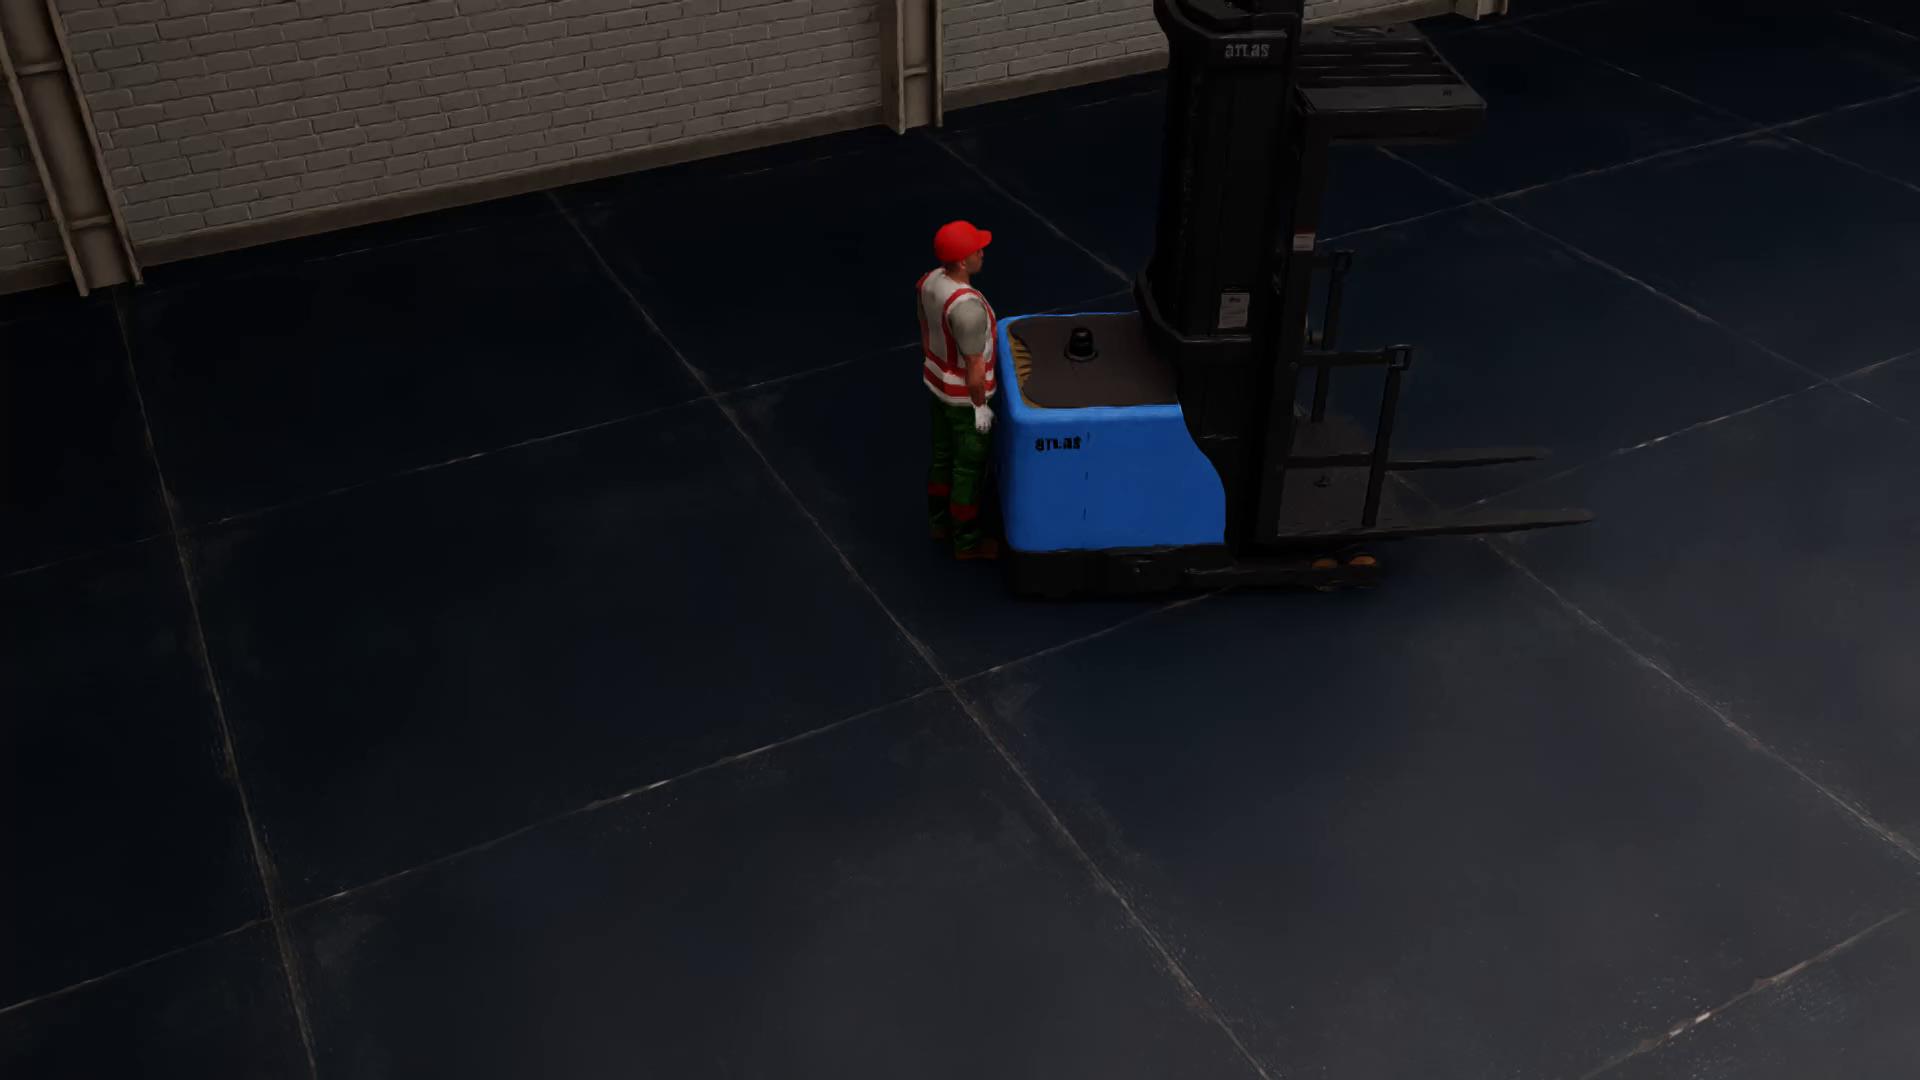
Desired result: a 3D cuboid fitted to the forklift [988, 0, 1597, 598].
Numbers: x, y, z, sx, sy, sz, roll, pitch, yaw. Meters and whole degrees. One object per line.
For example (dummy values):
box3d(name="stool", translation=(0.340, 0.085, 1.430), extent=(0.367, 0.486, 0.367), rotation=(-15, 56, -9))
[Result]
box3d(name="forklift", translation=(1.695, -1.246, 7.886), extent=(3.031, 2.935, 1.130), rotation=(-3, 35, -4))

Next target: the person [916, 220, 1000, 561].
box3d(name="person", translation=(0.018, -0.738, 8.154), extent=(0.349, 1.795, 0.540), rotation=(-17, 39, -23))
